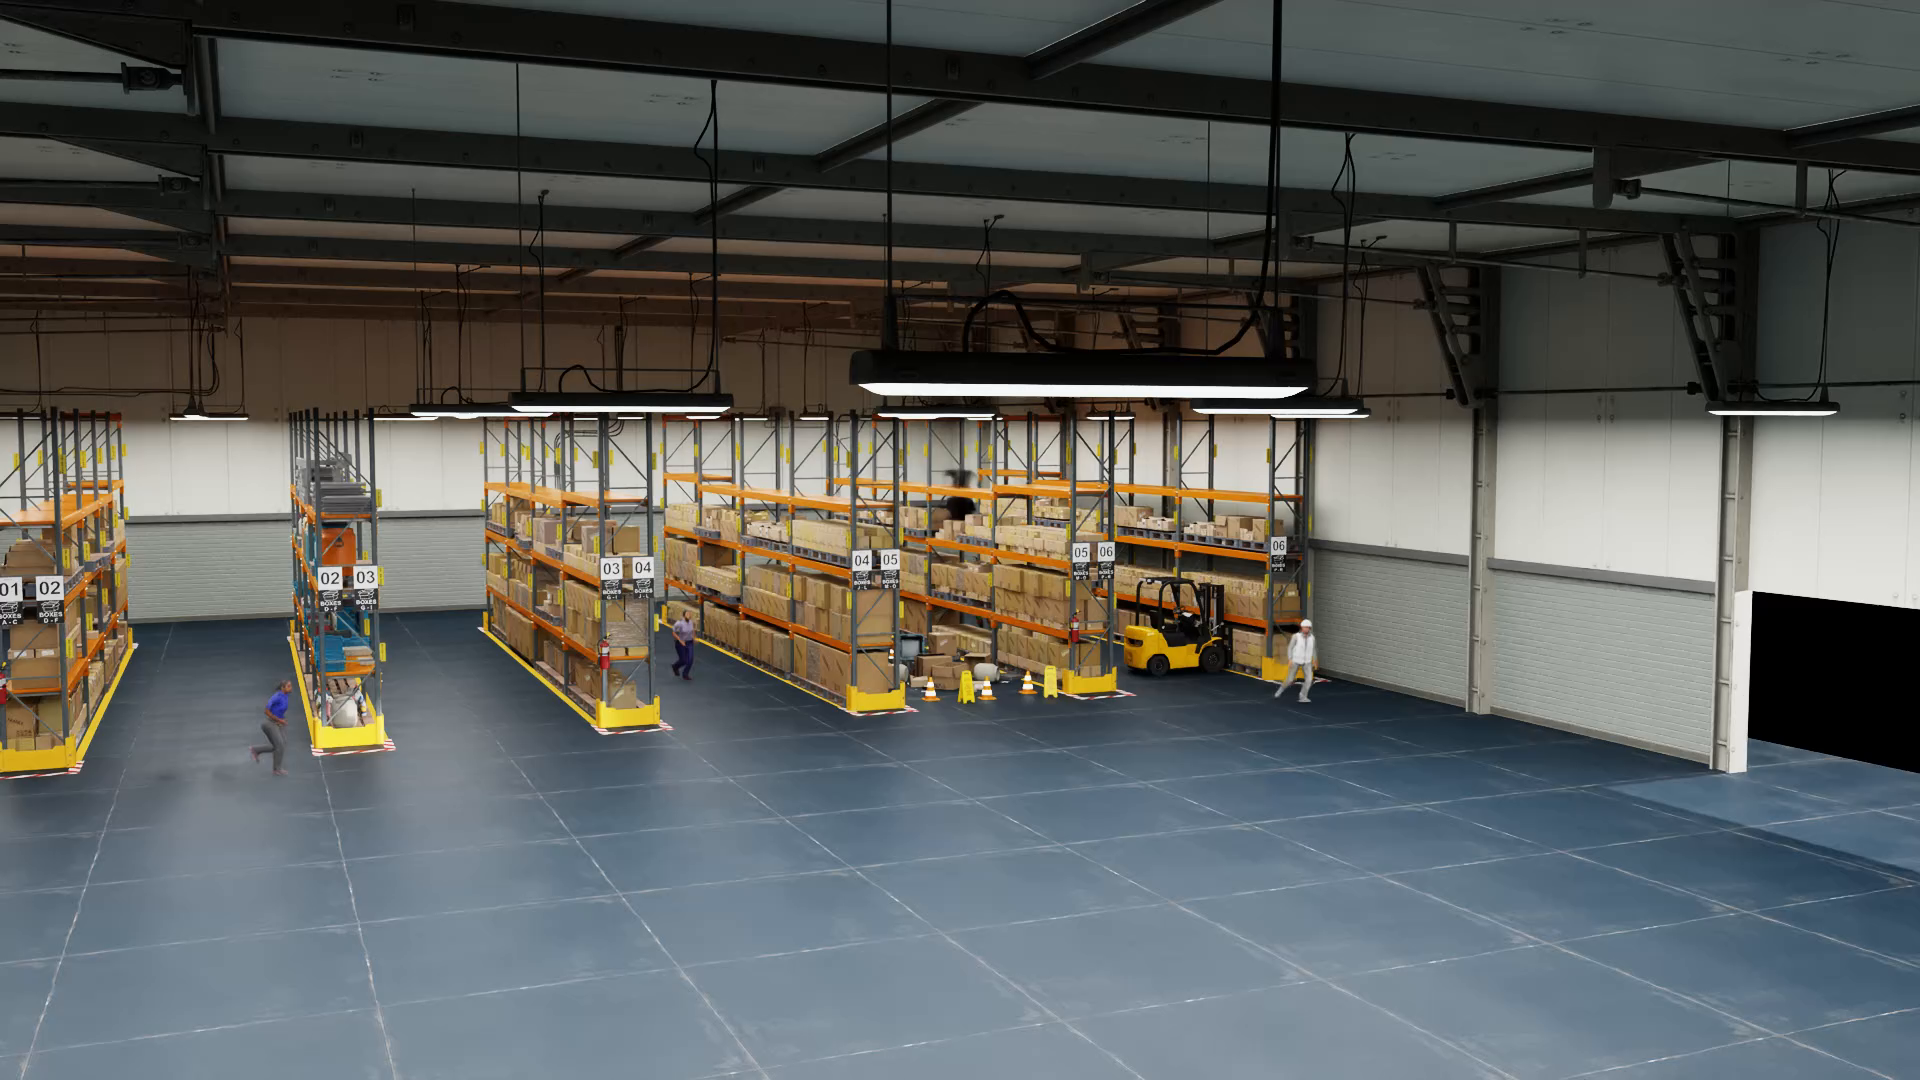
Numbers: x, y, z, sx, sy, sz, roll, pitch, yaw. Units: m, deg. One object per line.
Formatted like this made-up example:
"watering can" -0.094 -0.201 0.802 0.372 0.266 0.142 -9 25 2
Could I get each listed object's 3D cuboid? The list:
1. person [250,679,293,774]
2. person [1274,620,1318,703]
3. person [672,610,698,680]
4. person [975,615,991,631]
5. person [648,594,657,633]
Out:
"person" -11.241 3.056 27.132 0.751 1.599 0.565 1 4 8
"person" 6.927 2.473 34.194 0.778 1.709 0.725 -1 4 -15
"person" -6.204 2.340 37.227 0.607 1.575 0.588 -4 5 -42
"person" 0.708 1.678 45.051 0.624 1.750 0.864 -3 5 -37
"person" -8.080 1.931 42.864 0.563 1.595 0.687 -3 5 -40
